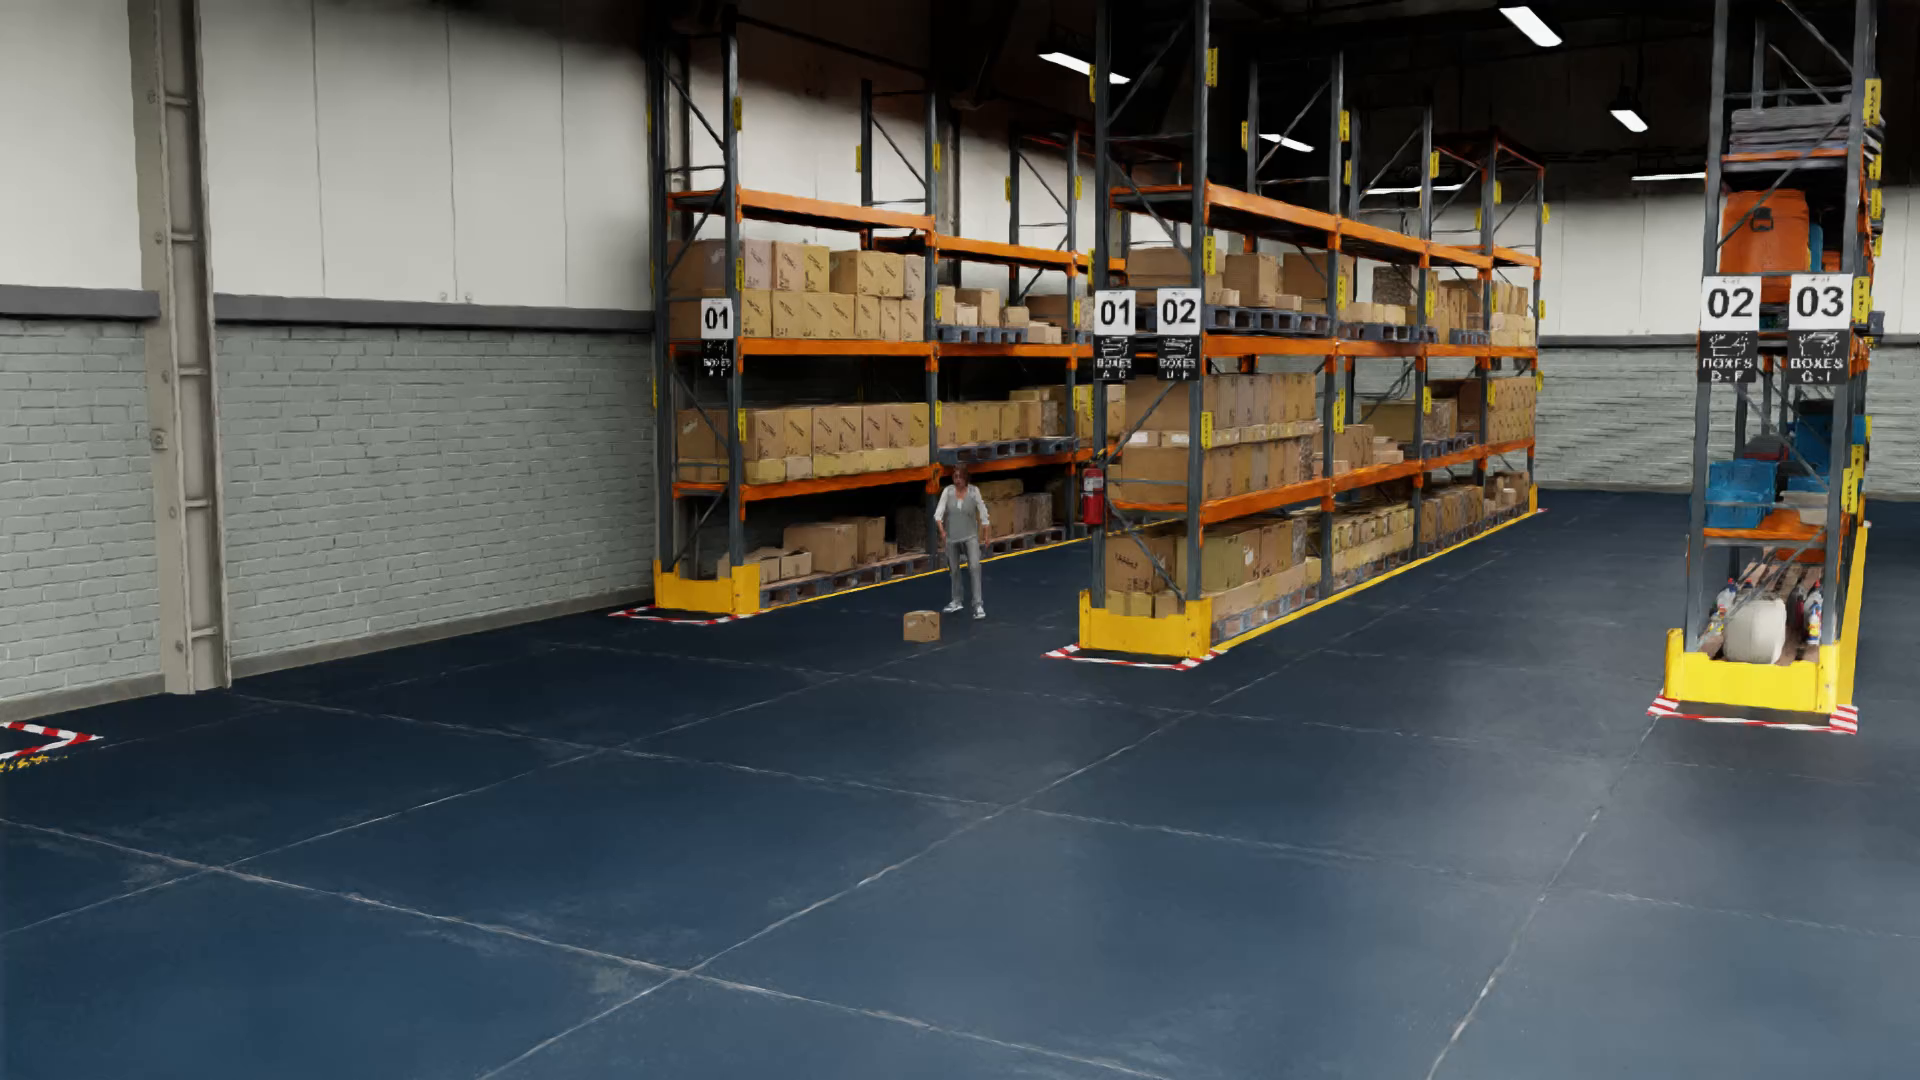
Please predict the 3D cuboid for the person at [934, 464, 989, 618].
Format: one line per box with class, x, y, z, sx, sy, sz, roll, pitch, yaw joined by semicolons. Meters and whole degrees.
person;0.038;-0.004;16.719;0.566;1.540;0.743;1;6;11
